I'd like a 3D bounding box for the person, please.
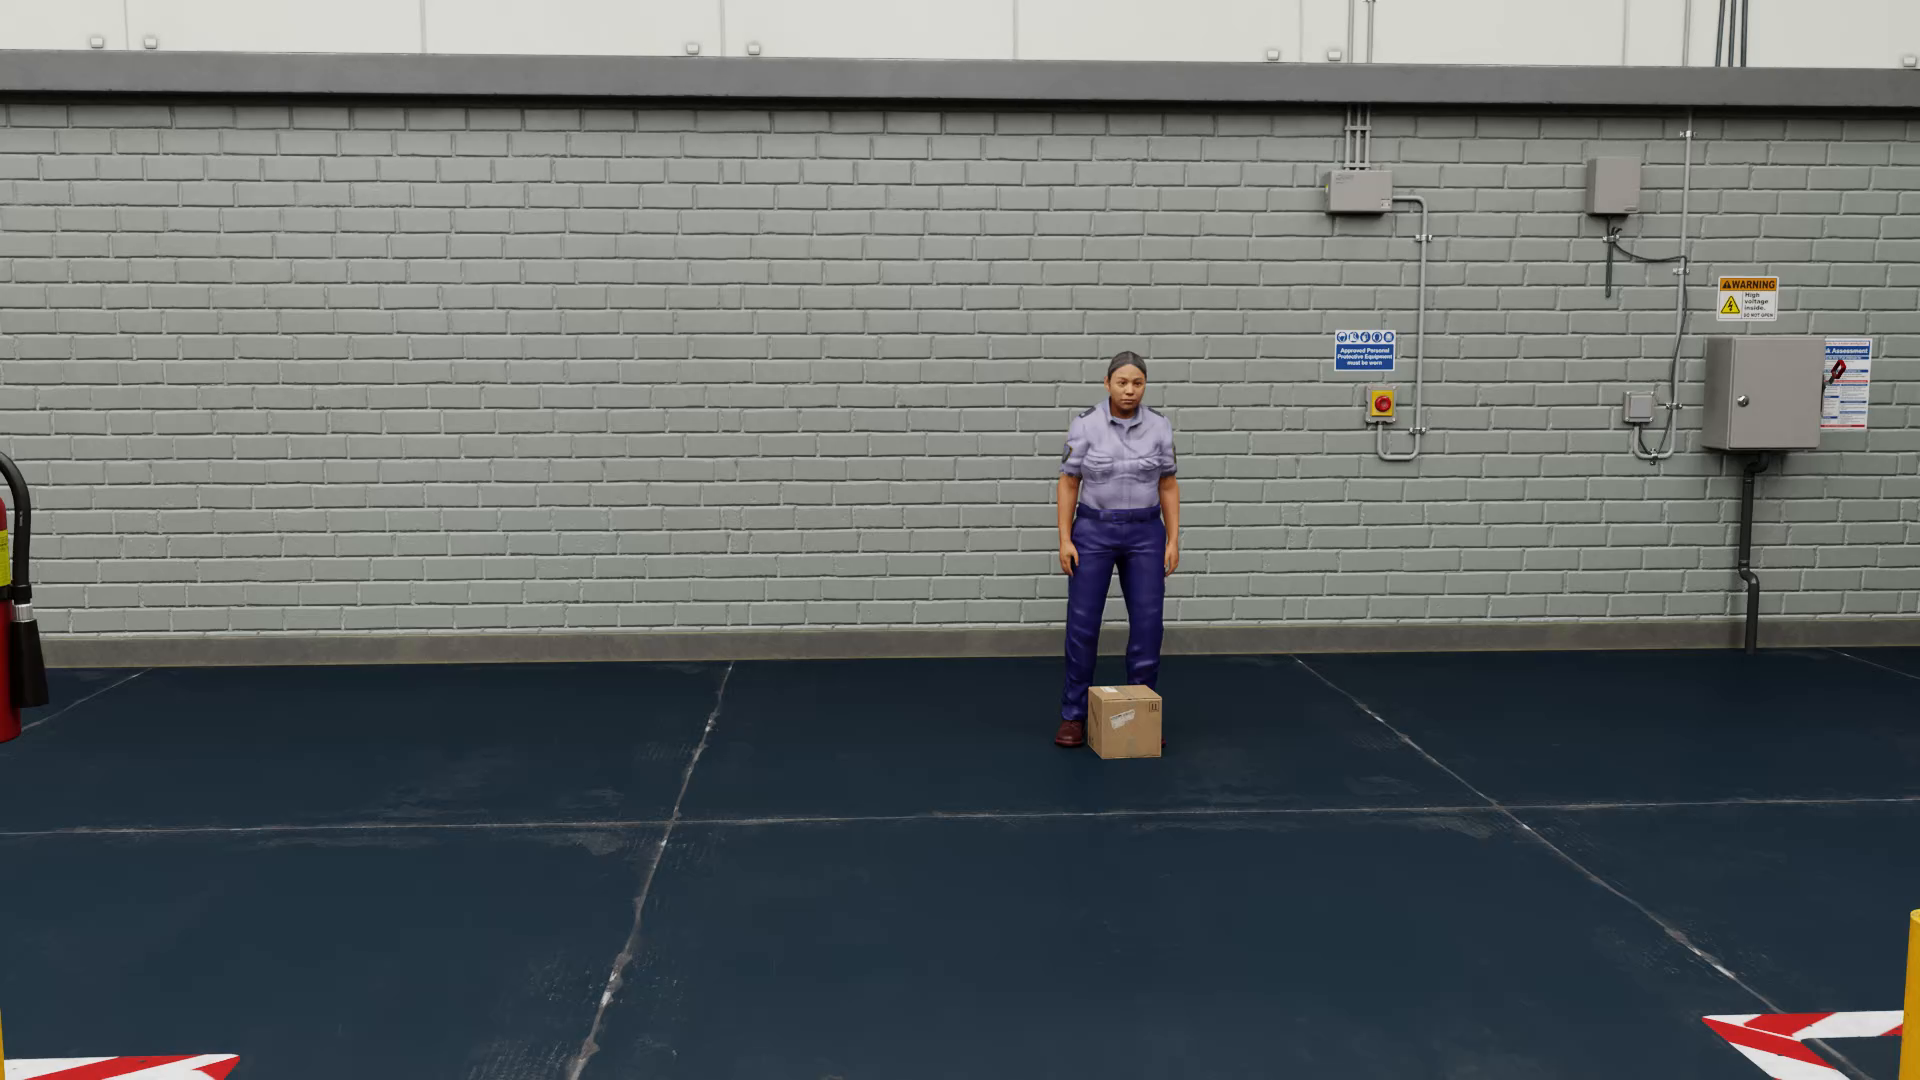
[{"bbox_3d":[0.667,0.034,7.005,0.540,1.652,0.377,0,7,-4],"label":"person"}]
